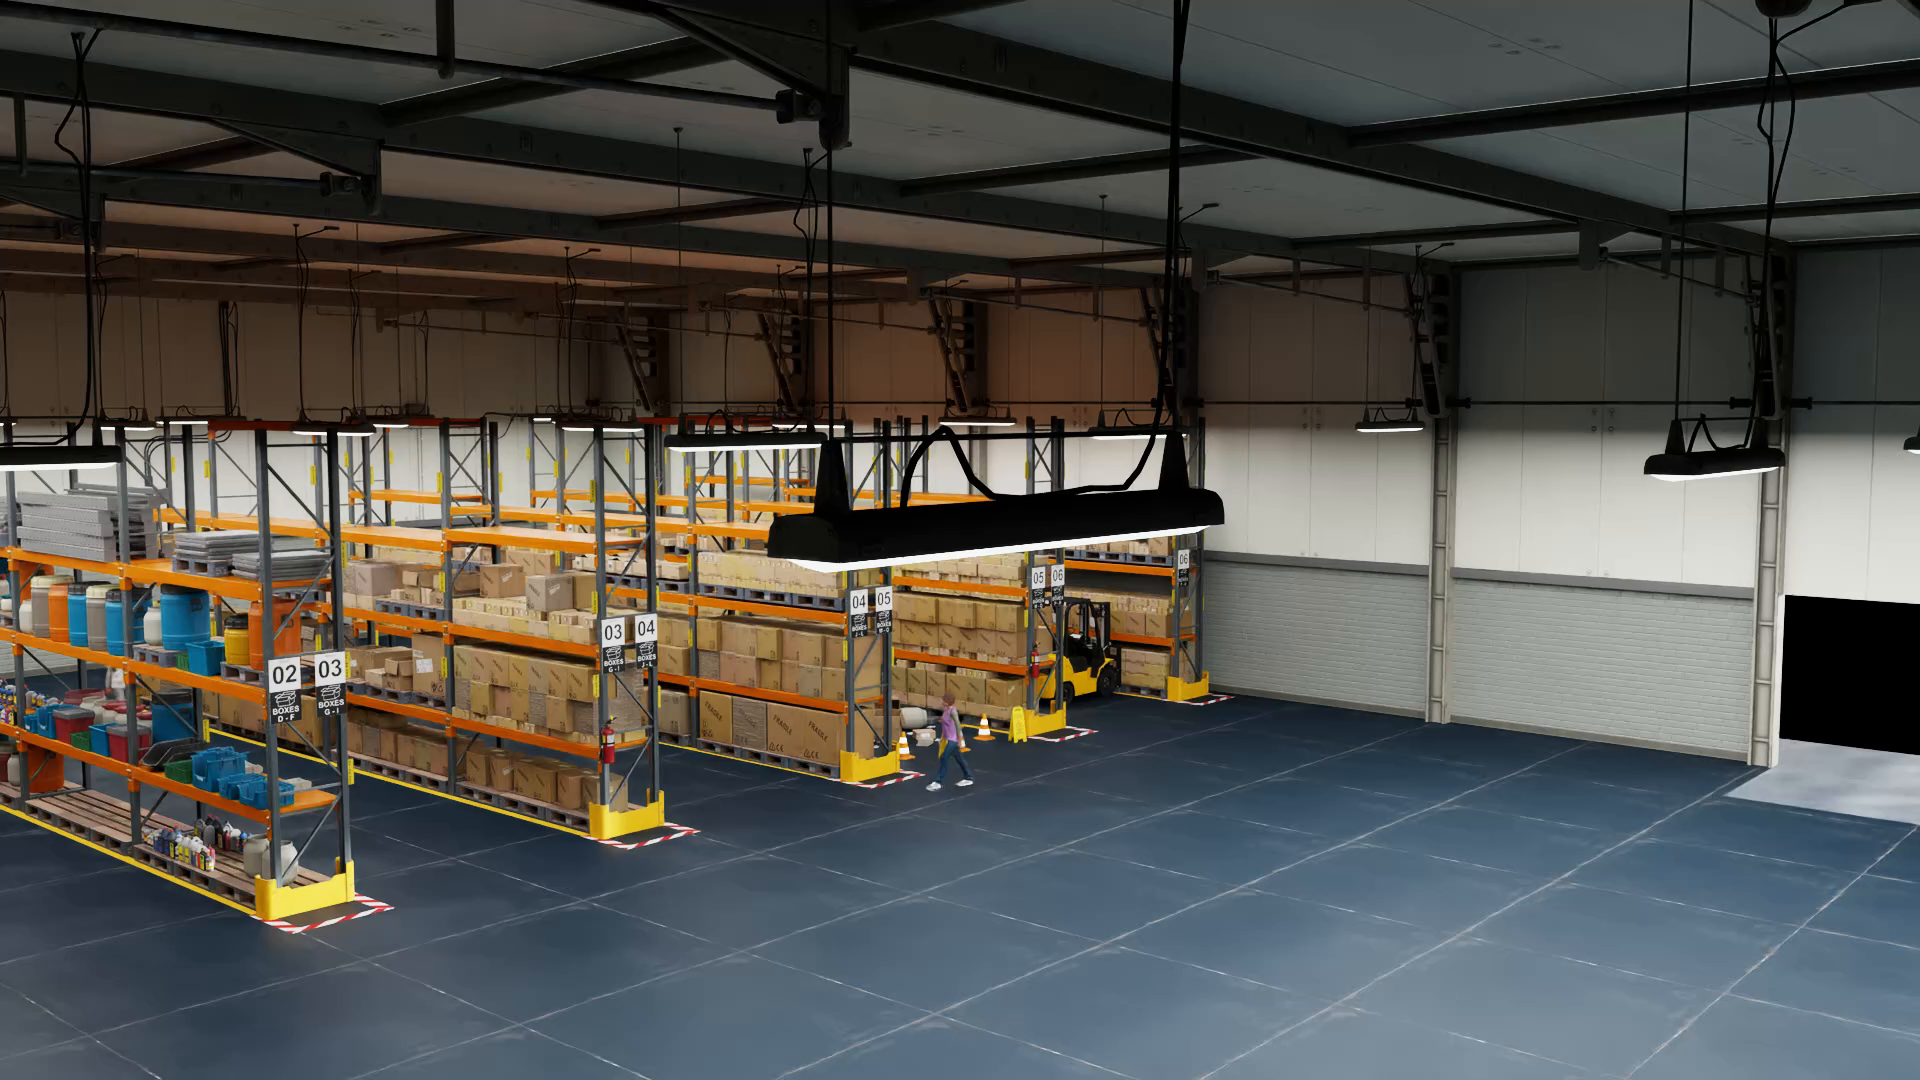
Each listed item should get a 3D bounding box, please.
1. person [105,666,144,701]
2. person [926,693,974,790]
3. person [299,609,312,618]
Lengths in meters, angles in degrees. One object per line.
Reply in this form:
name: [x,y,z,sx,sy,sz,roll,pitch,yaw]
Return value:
person: [-16.059,2.805,31.952,1.068,1.719,0.626,4,6,38]
person: [-0.179,3.271,27.197,0.847,1.553,0.454,-1,5,-13]
person: [-15.597,2.216,39.362,0.512,1.673,1.065,-2,5,-20]
